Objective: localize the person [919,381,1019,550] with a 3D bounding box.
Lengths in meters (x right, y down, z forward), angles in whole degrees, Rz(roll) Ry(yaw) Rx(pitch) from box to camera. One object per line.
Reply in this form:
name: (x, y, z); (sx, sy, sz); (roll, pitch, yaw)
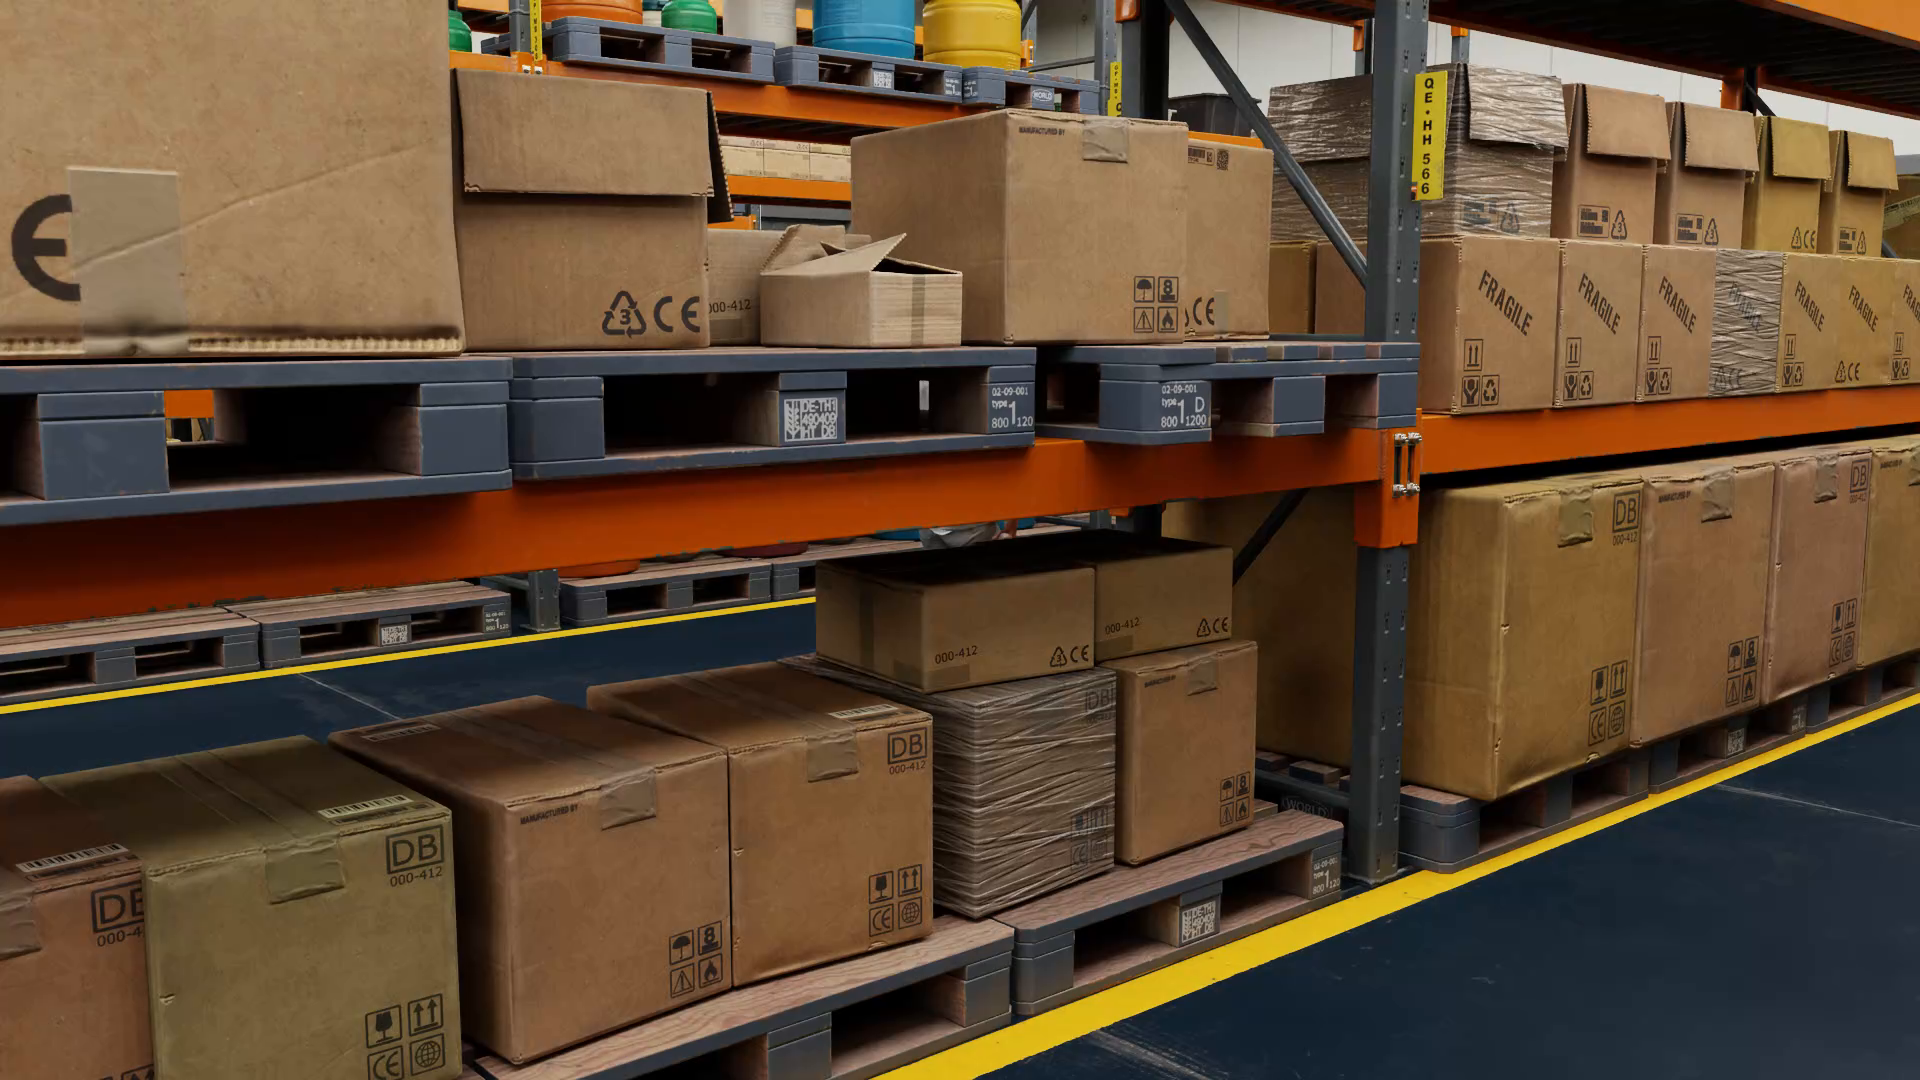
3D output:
person: (0.059, -0.065, 6.270); (0.474, 1.591, 0.519); (-7, 10, -41)
